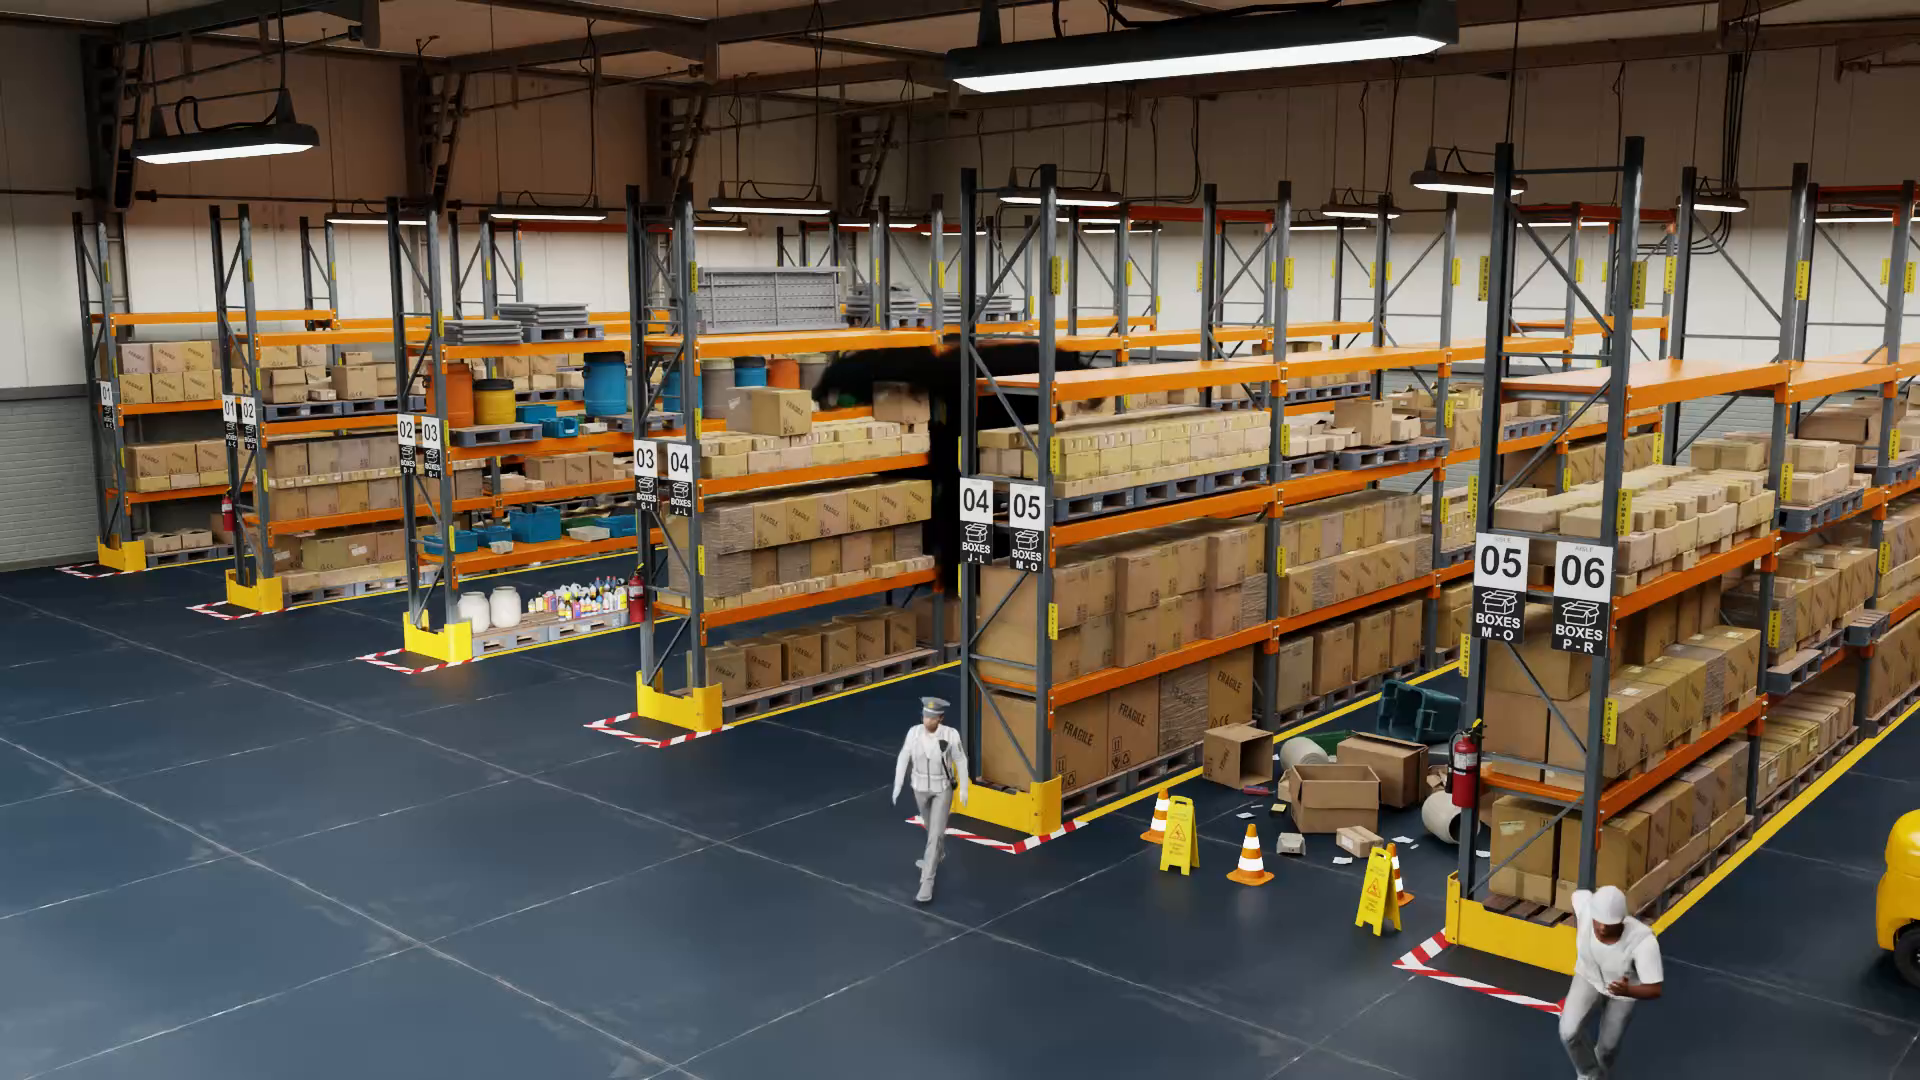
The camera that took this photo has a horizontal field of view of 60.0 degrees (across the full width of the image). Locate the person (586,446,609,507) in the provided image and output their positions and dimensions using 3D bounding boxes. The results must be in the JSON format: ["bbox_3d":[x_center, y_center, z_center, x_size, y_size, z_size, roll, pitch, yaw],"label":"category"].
[{"bbox_3d":[-7.155,-1.136,32.991,0.682,1.655,0.911,4,10,24],"label":"person"}]

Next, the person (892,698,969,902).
[{"bbox_3d":[-0.235,2.061,13.745,0.598,1.611,0.957,3,10,15],"label":"person"}]

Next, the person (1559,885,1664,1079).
[{"bbox_3d":[3.962,2.735,10.099,0.646,1.533,1.096,6,11,34],"label":"person"}]
